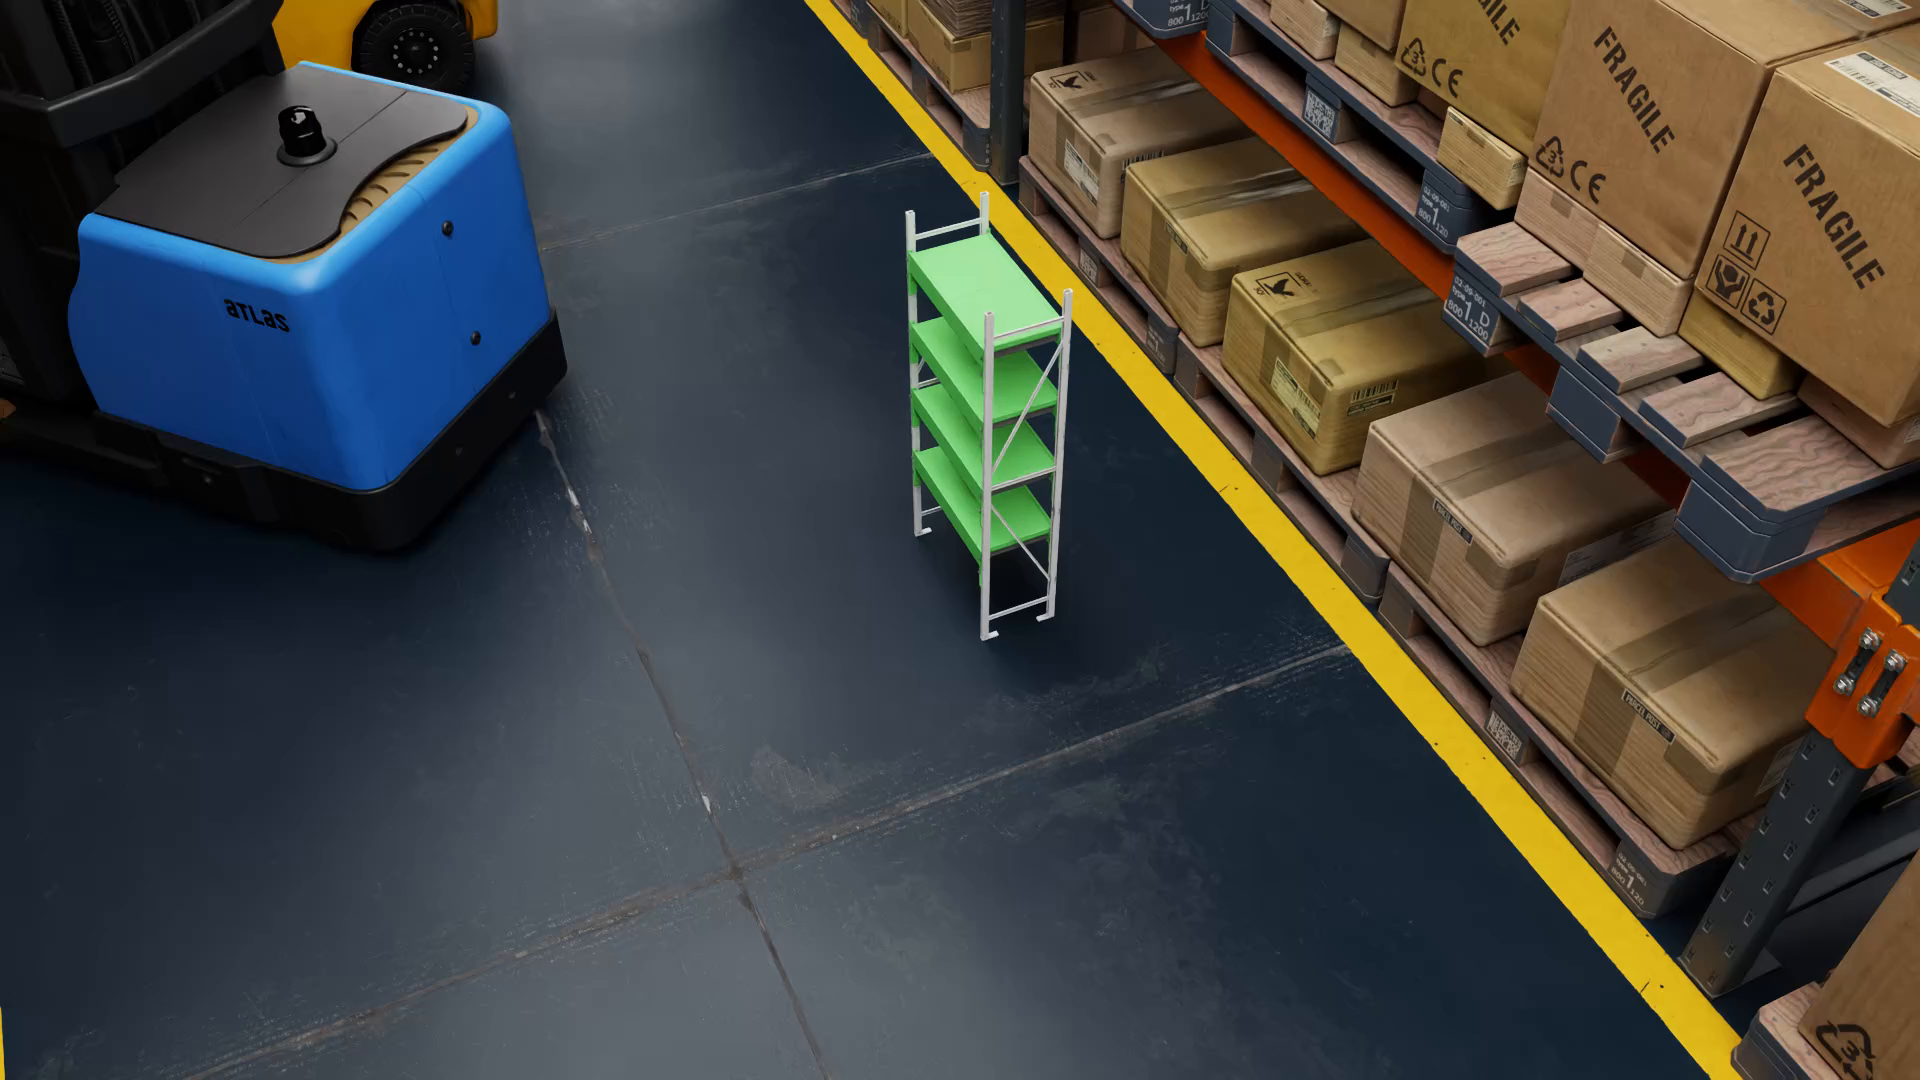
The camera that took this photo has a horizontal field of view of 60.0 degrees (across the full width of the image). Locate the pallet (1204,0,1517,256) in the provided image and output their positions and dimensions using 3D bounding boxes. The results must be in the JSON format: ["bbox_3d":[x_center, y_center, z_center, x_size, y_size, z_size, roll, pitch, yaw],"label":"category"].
[{"bbox_3d":[1.408,-1.298,4.567,1.003,0.211,1.213,-18,47,-17],"label":"pallet"}]

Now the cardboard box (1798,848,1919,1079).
[{"bbox_3d":[2.492,0.954,3.361,0.875,0.875,0.875,-18,48,-18],"label":"cardboard box"}]

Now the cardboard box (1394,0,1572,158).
[{"bbox_3d":[1.393,-1.263,3.813,0.500,0.500,0.500,-21,48,-20],"label":"cardboard box"}]

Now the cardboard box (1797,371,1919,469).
[{"bbox_3d":[1.926,-0.317,3.315,0.380,0.149,0.250,-16,47,-16],"label":"cardboard box"}]

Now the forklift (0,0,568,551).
[{"bbox_3d":[-2.923,-1.680,4.866,3.031,2.935,1.130,16,47,16],"label":"forklift"}]

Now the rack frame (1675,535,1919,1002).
[{"bbox_3d":[2.277,-0.117,3.233,1.000,3.000,0.127,-18,47,-17],"label":"rack frame"}]

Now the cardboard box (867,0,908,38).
[{"bbox_3d":[-0.130,-2.471,7.277,0.500,0.250,0.500,-19,48,-18],"label":"cardboard box"}]

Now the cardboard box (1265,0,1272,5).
[{"bbox_3d":[0.999,-1.627,4.643,0.380,0.149,0.250,-18,47,-17],"label":"cardboard box"}]

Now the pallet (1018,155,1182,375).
[{"bbox_3d":[0.924,-1.178,6.294,1.003,0.211,1.213,-18,47,-17],"label":"pallet"}]

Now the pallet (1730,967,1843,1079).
[{"bbox_3d":[2.540,1.400,3.681,1.003,0.211,1.213,-18,47,-17],"label":"pallet"}]

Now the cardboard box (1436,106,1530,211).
[{"bbox_3d":[1.374,-0.948,3.955,0.380,0.149,0.250,-17,47,-17],"label":"cardboard box"}]

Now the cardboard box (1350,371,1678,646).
[{"bbox_3d":[1.731,-0.162,4.851,0.950,0.372,0.625,-19,48,-18],"label":"cardboard box"}]

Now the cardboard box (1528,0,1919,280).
[{"bbox_3d":[1.606,-0.942,3.487,0.500,0.500,0.500,-19,48,-18],"label":"cardboard box"}]

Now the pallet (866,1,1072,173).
[{"bbox_3d":[0.281,-2.091,7.219,1.003,0.211,1.213,-18,47,-17],"label":"pallet"}]

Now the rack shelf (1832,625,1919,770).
[{"bbox_3d":[3.118,1.413,2.194,1.077,0.370,4.000,-18,47,-17],"label":"rack shelf"}]

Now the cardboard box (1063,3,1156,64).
[{"bbox_3d":[0.592,-2.293,7.097,0.500,0.250,0.500,-20,48,-19],"label":"cardboard box"}]

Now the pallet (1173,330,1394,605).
[{"bbox_3d":[1.441,-0.399,5.505,1.003,0.211,1.213,-18,47,-17],"label":"pallet"}]

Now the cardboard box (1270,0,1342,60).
[{"bbox_3d":[1.064,-1.442,4.456,0.380,0.149,0.250,-16,47,-16],"label":"cardboard box"}]

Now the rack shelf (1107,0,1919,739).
[{"bbox_3d":[1.436,-1.136,4.778,1.077,0.370,4.000,-18,47,-17],"label":"rack shelf"}]

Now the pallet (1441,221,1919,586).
[{"bbox_3d":[1.881,-0.472,3.729,1.213,0.211,1.003,-18,47,-17],"label":"pallet"}]

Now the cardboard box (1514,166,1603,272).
[{"bbox_3d":[1.502,-0.776,3.781,0.380,0.149,0.250,-20,48,-19],"label":"cardboard box"}]

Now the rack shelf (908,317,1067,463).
[{"bbox_3d":[0.070,-0.447,4.598,0.258,0.148,0.480,-18,47,-17],"label":"rack shelf"}]

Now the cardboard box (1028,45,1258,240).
[{"bbox_3d":[0.818,-1.547,6.254,0.950,0.372,0.625,-17,47,-17],"label":"cardboard box"}]

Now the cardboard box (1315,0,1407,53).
[{"bbox_3d":[1.165,-1.612,4.166,0.500,0.500,0.500,-20,48,-19],"label":"cardboard box"}]

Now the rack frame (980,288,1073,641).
[{"bbox_3d":[0.172,-0.166,4.564,0.240,1.200,0.015,-18,47,-17],"label":"rack frame"}]

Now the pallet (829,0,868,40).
[{"bbox_3d":[-0.236,-2.870,8.008,1.003,0.211,1.213,-18,47,-17],"label":"pallet"}]

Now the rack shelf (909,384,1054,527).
[{"bbox_3d":[0.070,-0.276,4.767,0.258,0.148,0.480,-18,47,-17],"label":"rack shelf"}]

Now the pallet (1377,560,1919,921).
[{"bbox_3d":[1.950,0.377,4.718,1.003,0.211,1.213,-18,47,-17],"label":"pallet"}]

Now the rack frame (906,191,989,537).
[{"bbox_3d":[-0.033,-0.477,4.879,0.240,1.200,0.015,-18,47,-17],"label":"rack frame"}]

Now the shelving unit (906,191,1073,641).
[{"bbox_3d":[0.070,-0.322,4.722,0.258,1.200,0.503,-18,47,-17],"label":"shelving unit"}]

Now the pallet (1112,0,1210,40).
[{"bbox_3d":[0.785,-2.068,5.347,1.003,0.211,1.213,-18,47,-17],"label":"pallet"}]

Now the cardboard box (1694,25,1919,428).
[{"bbox_3d":[1.834,-0.616,3.157,0.500,0.500,0.500,-19,48,-19],"label":"cardboard box"}]

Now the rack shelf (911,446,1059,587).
[{"bbox_3d":[0.070,-0.105,4.935,0.258,0.148,0.480,-18,47,-17],"label":"rack shelf"}]

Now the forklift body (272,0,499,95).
[{"bbox_3d":[-3.136,-2.775,6.531,2.313,2.155,1.214,-18,47,-17],"label":"forklift body"}]

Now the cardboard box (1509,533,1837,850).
[{"bbox_3d":[2.049,0.306,4.377,0.950,0.372,0.625,-21,48,-20],"label":"cardboard box"}]

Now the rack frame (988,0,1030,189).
[{"bbox_3d":[0.595,-2.666,5.817,1.000,3.000,0.127,-18,47,-17],"label":"rack frame"}]

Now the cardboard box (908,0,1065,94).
[{"bbox_3d":[0.103,-2.134,6.936,0.500,0.250,0.500,-16,47,-16],"label":"cardboard box"}]

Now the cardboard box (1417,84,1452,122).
[{"bbox_3d":[1.383,-1.145,4.155,0.380,0.149,0.250,-18,47,-17],"label":"cardboard box"}]

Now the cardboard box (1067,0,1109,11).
[{"bbox_3d":[0.592,-2.560,6.833,0.500,0.500,0.500,-16,47,-16],"label":"cardboard box"}]

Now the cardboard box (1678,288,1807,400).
[{"bbox_3d":[1.747,-0.466,3.467,0.380,0.149,0.250,-17,47,-17],"label":"cardboard box"}]

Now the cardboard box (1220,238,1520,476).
[{"bbox_3d":[1.417,-0.647,5.342,0.950,0.372,0.625,-17,47,-16],"label":"cardboard box"}]

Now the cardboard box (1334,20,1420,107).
[{"bbox_3d":[1.202,-1.281,4.292,0.380,0.149,0.250,-19,48,-19],"label":"cardboard box"}]

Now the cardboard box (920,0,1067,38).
[{"bbox_3d":[0.103,-2.402,6.673,0.500,0.500,0.500,-19,48,-18],"label":"cardboard box"}]

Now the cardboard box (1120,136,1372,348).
[{"bbox_3d":[1.123,-1.090,5.791,0.950,0.372,0.625,-15,47,-15],"label":"cardboard box"}]

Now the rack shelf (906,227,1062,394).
[{"bbox_3d":[0.070,-0.618,4.429,0.258,0.148,0.480,-18,47,-17],"label":"rack shelf"}]

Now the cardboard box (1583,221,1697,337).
[{"bbox_3d":[1.601,-0.614,3.616,0.380,0.149,0.250,-18,48,-18],"label":"cardboard box"}]
